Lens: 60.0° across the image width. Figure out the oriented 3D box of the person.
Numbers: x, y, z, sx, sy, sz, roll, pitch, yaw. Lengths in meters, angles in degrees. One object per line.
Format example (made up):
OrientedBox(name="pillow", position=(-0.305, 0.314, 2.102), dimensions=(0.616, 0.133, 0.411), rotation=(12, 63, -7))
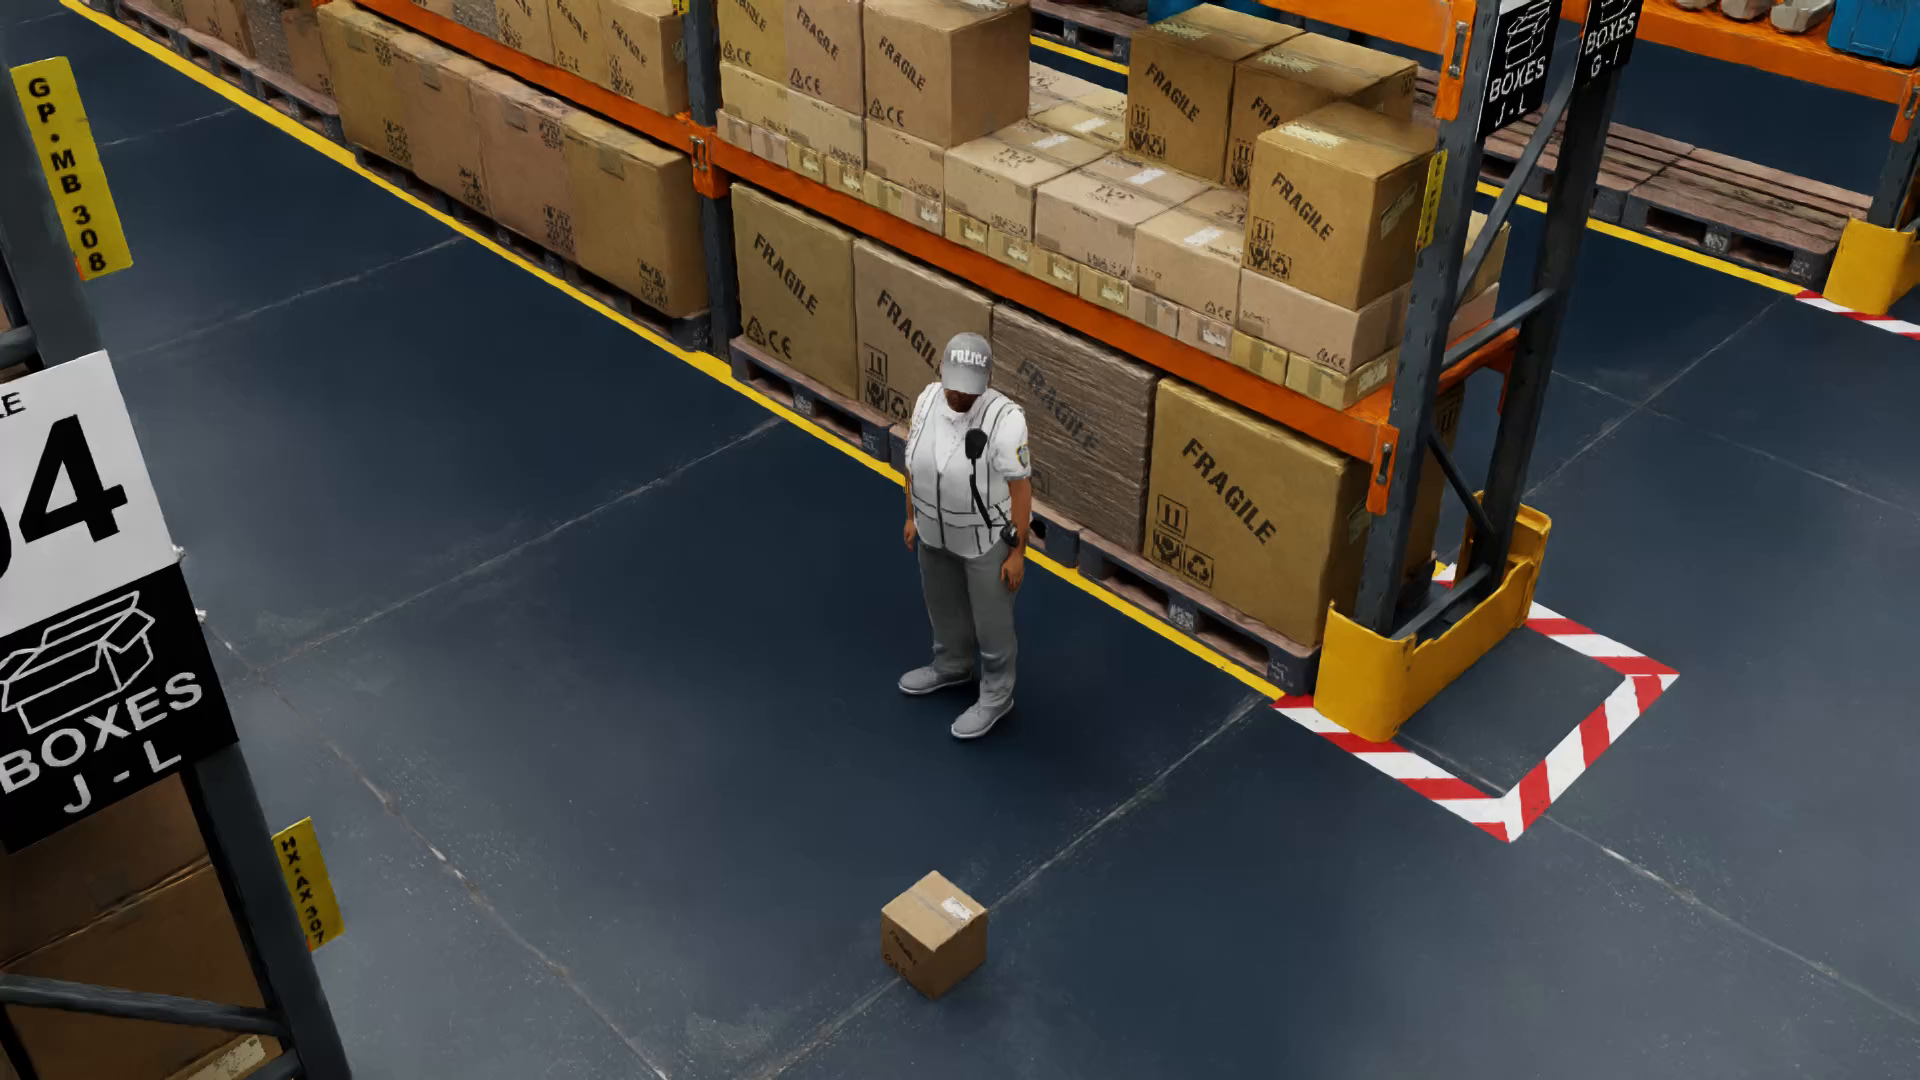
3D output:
OrientedBox(name="person", position=(0.013, -0.026, 6.143), dimensions=(0.564, 1.675, 0.386), rotation=(23, 42, 29))
